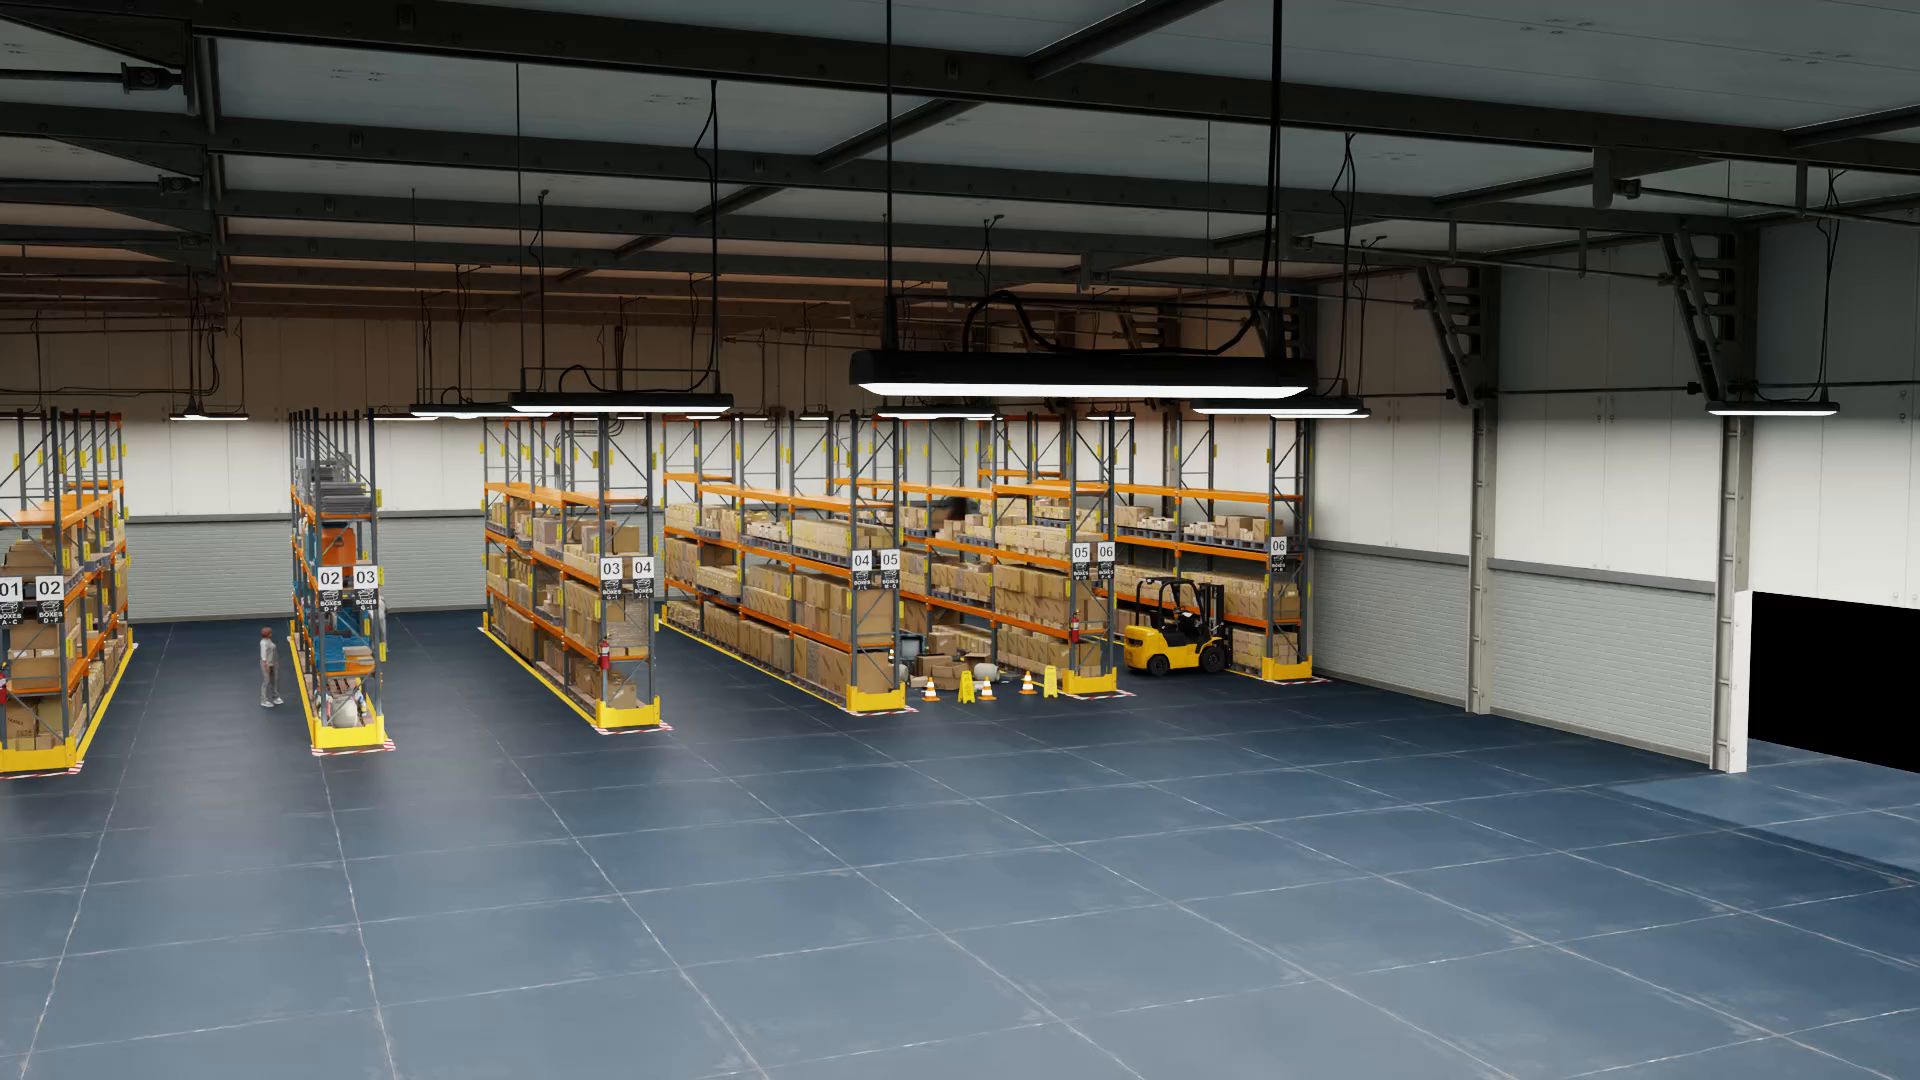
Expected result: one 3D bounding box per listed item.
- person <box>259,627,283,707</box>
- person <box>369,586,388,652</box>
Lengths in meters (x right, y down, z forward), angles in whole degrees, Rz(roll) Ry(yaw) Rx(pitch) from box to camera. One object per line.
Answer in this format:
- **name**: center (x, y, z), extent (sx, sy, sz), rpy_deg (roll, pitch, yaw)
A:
- **person**: center (-14.023, 2.564, 33.848), extent (0.386, 1.604, 0.507), rpy_deg (1, 4, 12)
- **person**: center (-14.594, 1.975, 41.675), extent (0.434, 1.641, 0.950), rpy_deg (-2, 5, -30)
